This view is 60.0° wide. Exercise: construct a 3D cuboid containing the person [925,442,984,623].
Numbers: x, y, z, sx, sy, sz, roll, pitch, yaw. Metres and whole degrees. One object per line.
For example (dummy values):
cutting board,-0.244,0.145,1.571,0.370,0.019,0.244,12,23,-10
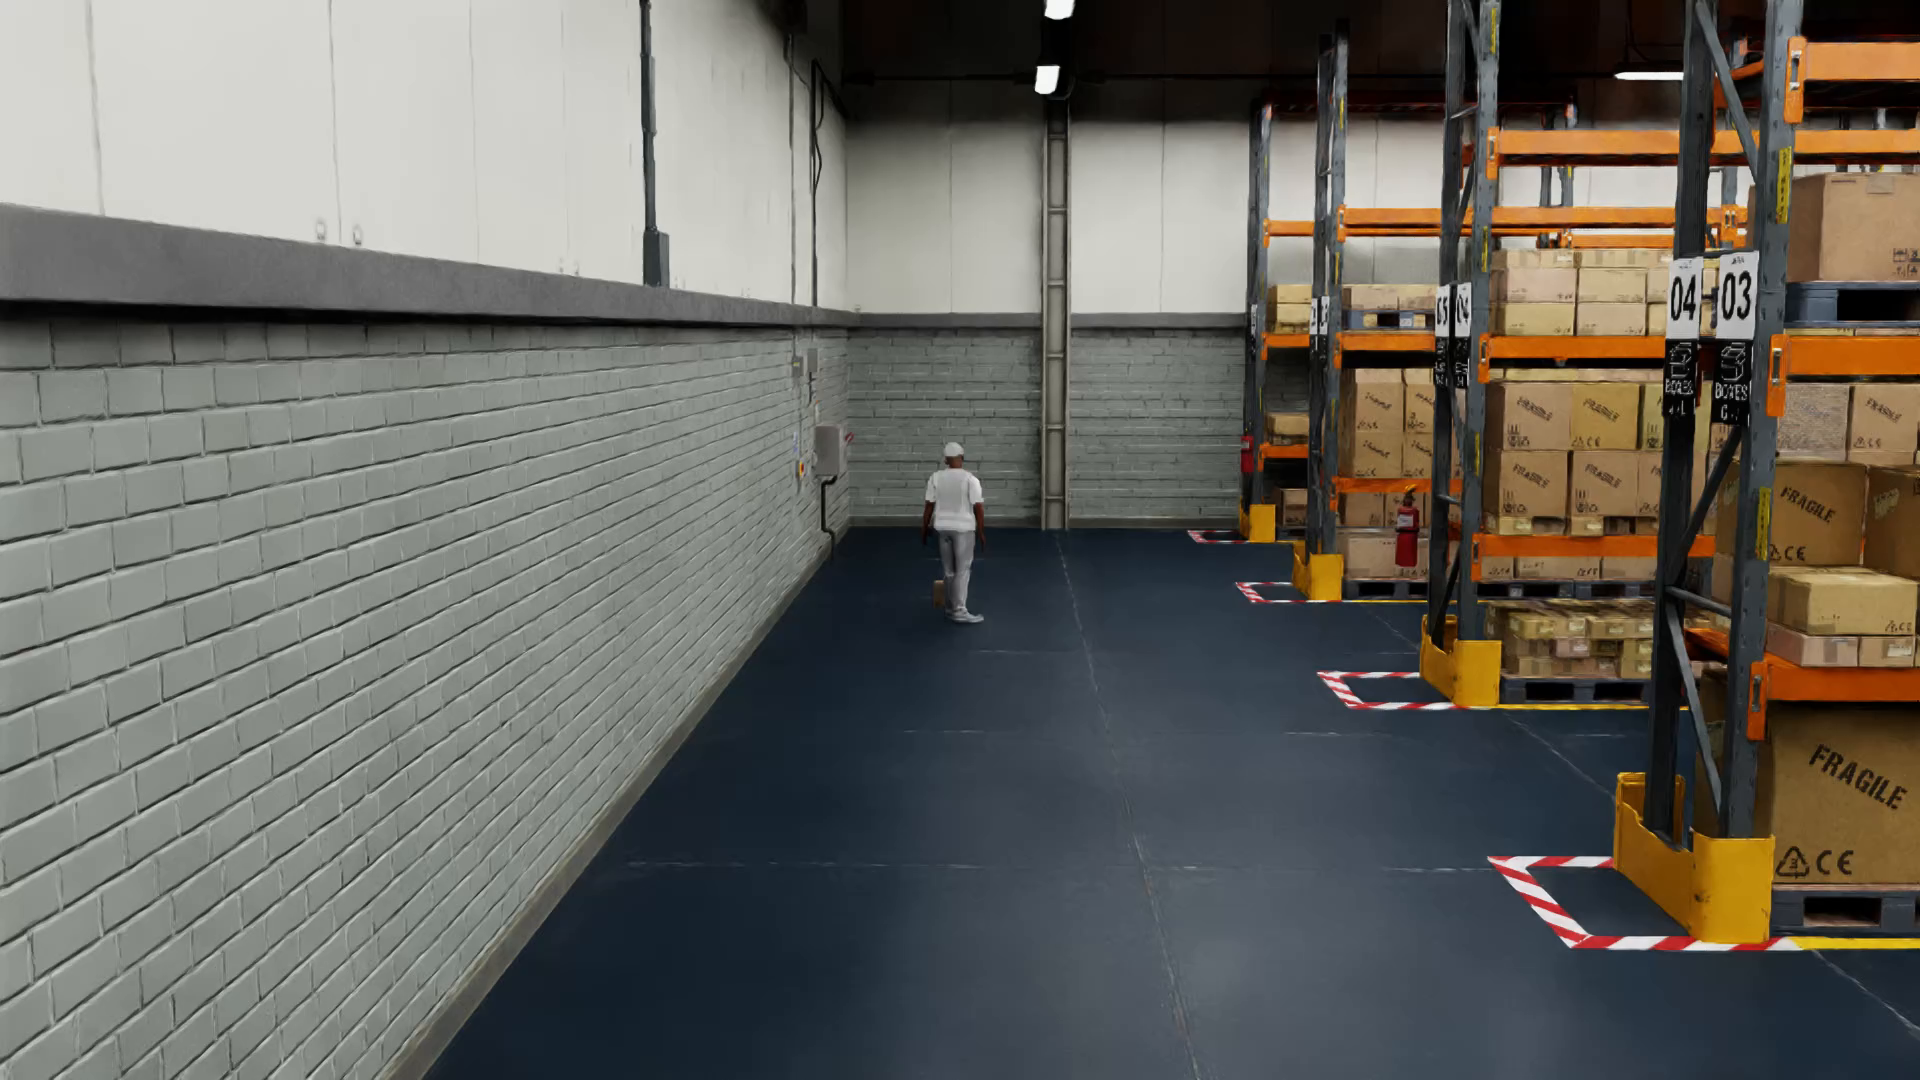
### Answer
person,-0.029,-0.082,16.334,0.651,1.759,0.524,3,8,24
